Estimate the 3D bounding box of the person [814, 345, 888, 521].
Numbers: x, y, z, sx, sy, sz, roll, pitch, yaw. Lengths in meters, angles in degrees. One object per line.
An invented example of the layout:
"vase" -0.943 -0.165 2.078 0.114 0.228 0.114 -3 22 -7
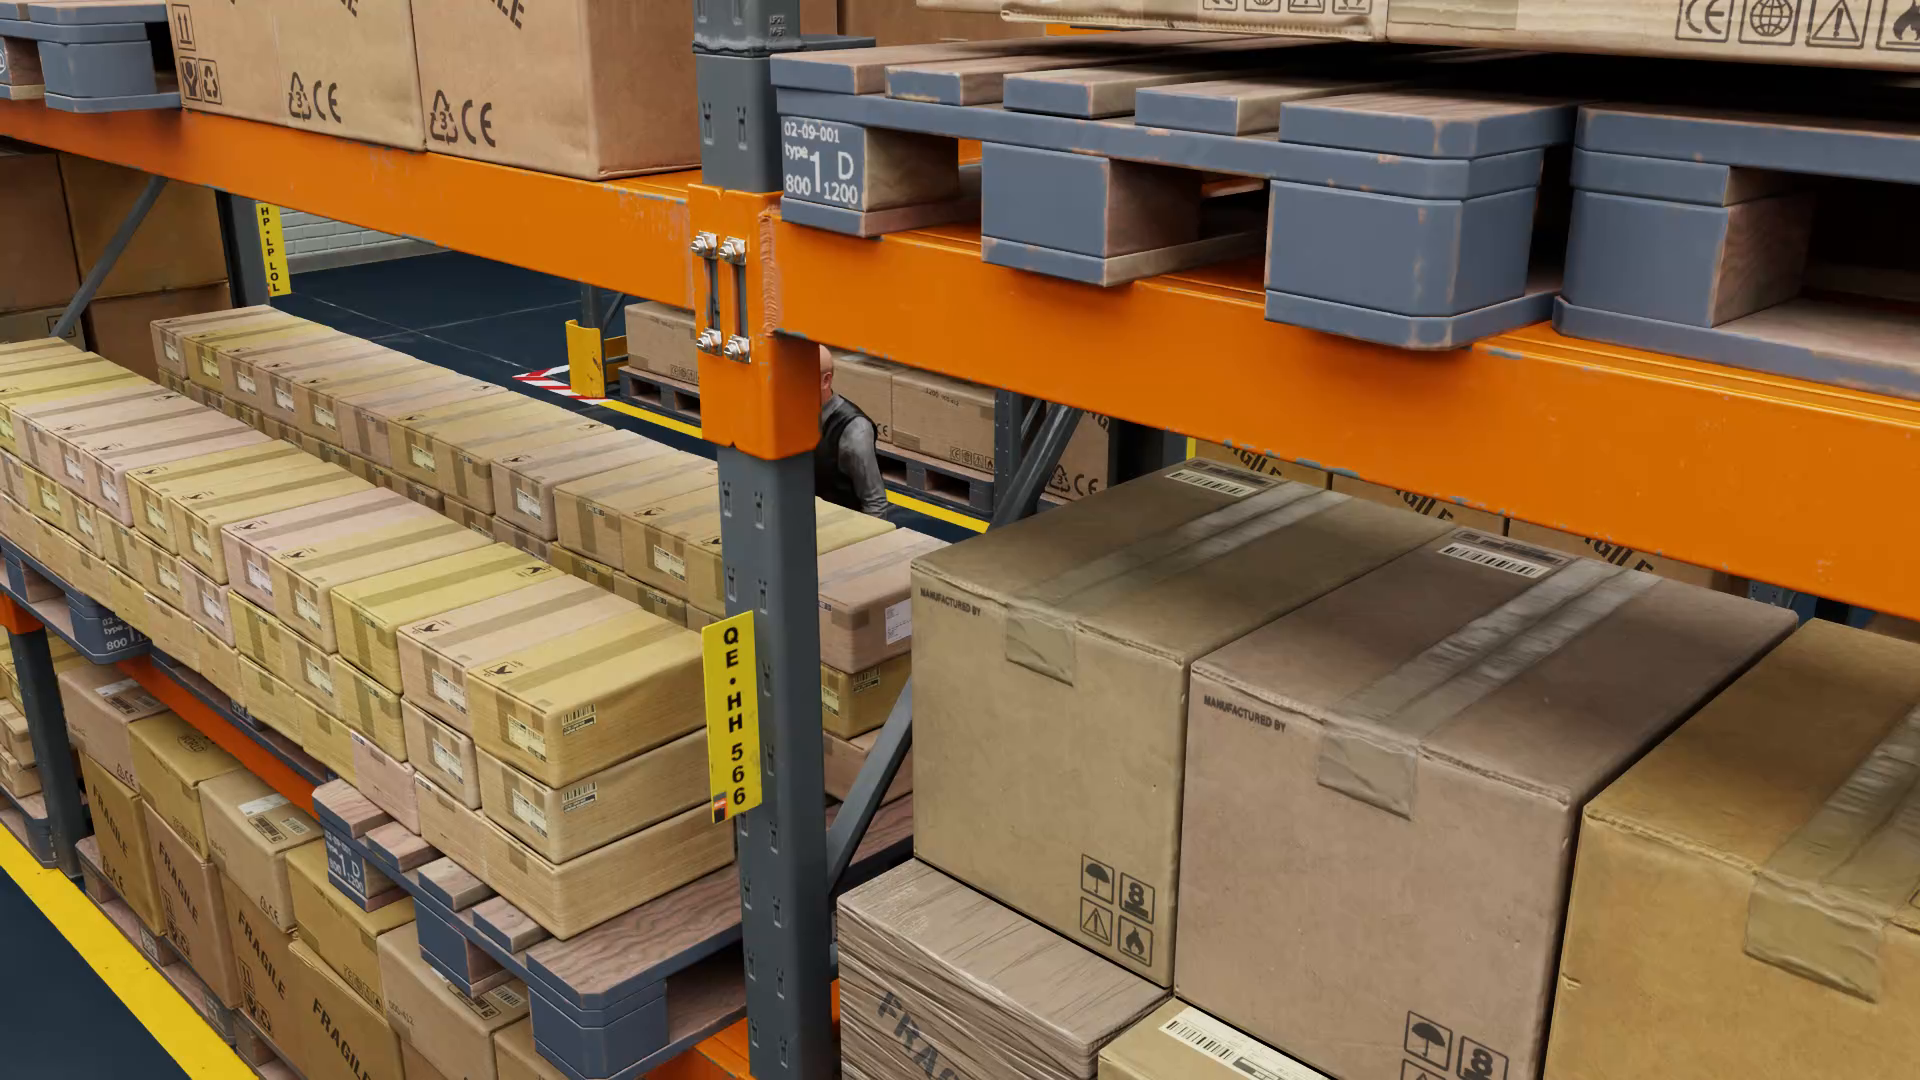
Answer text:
"person" -0.527 0.056 6.462 0.592 1.720 0.426 17 26 38
